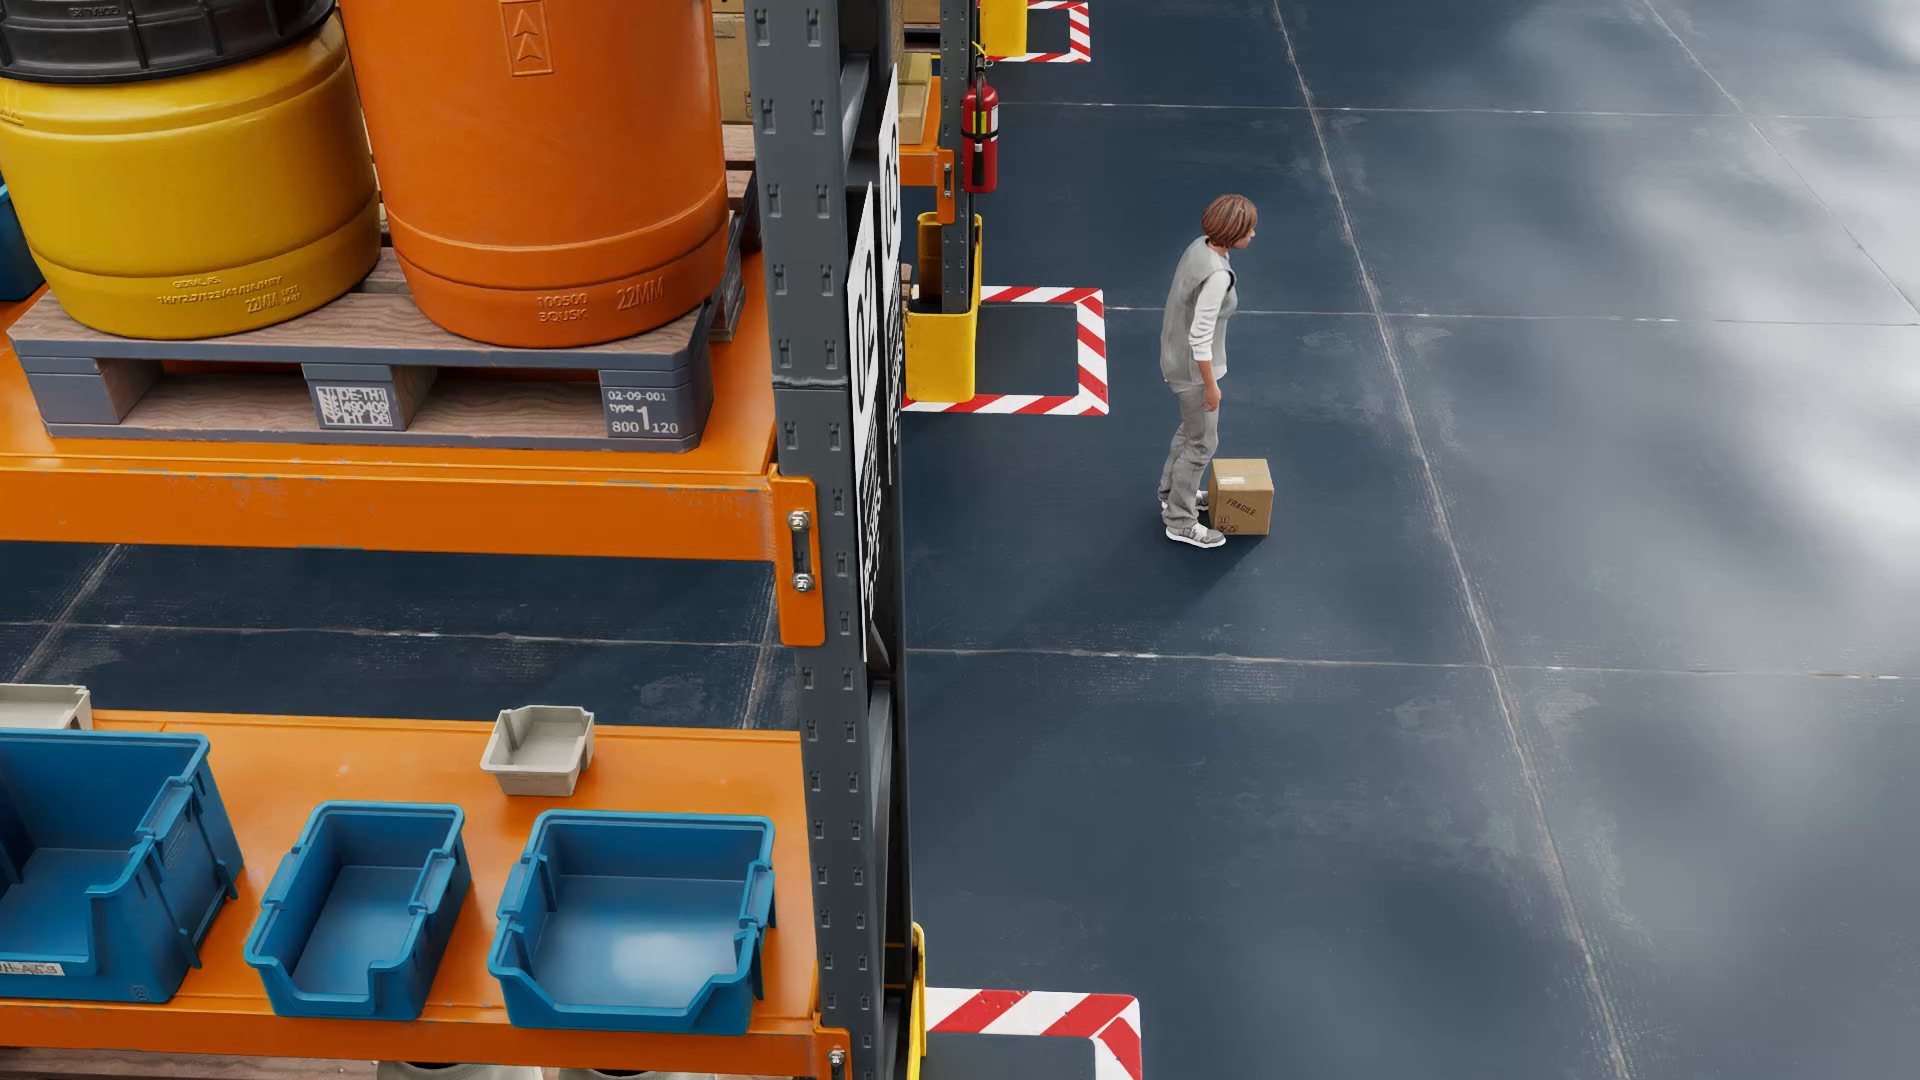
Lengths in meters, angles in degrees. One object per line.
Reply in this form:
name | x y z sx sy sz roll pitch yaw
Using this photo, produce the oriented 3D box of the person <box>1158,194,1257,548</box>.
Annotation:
person | 1.037 -0.738 7.166 0.346 1.592 0.464 1 36 2
